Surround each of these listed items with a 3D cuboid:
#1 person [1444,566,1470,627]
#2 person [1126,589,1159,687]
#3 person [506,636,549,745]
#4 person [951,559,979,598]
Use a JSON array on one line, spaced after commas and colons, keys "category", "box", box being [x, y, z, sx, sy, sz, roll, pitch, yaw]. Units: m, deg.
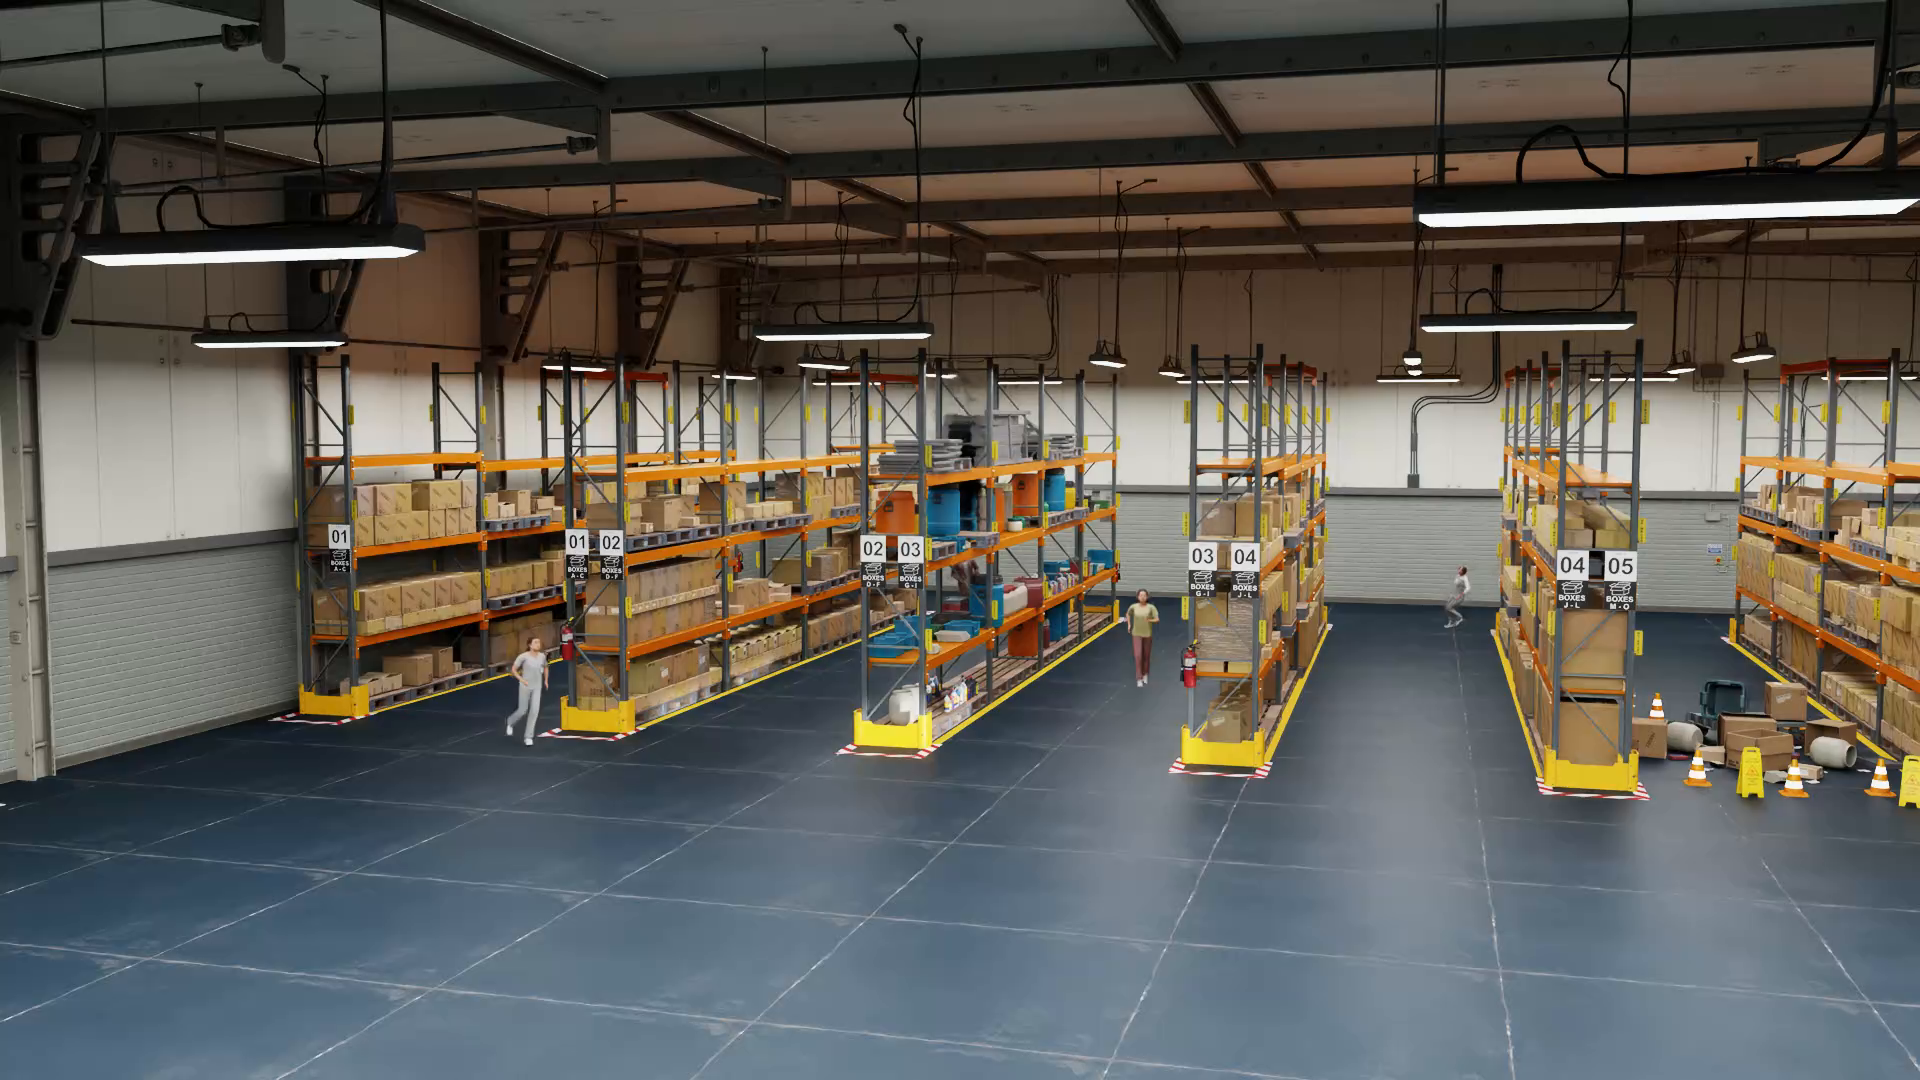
[{"category": "person", "box": [11.634, 1.340, 39.043, 0.481, 1.507, 0.626, 0, 4, -2]}, {"category": "person", "box": [3.179, 1.698, 28.931, 0.574, 1.704, 0.904, 0, 4, 4]}, {"category": "person", "box": [-6.557, 2.275, 25.495, 0.623, 1.618, 0.856, -3, 5, -37]}, {"category": "person", "box": [0.152, 1.093, 40.701, 0.756, 1.706, 0.581, 0, 4, -4]}]
